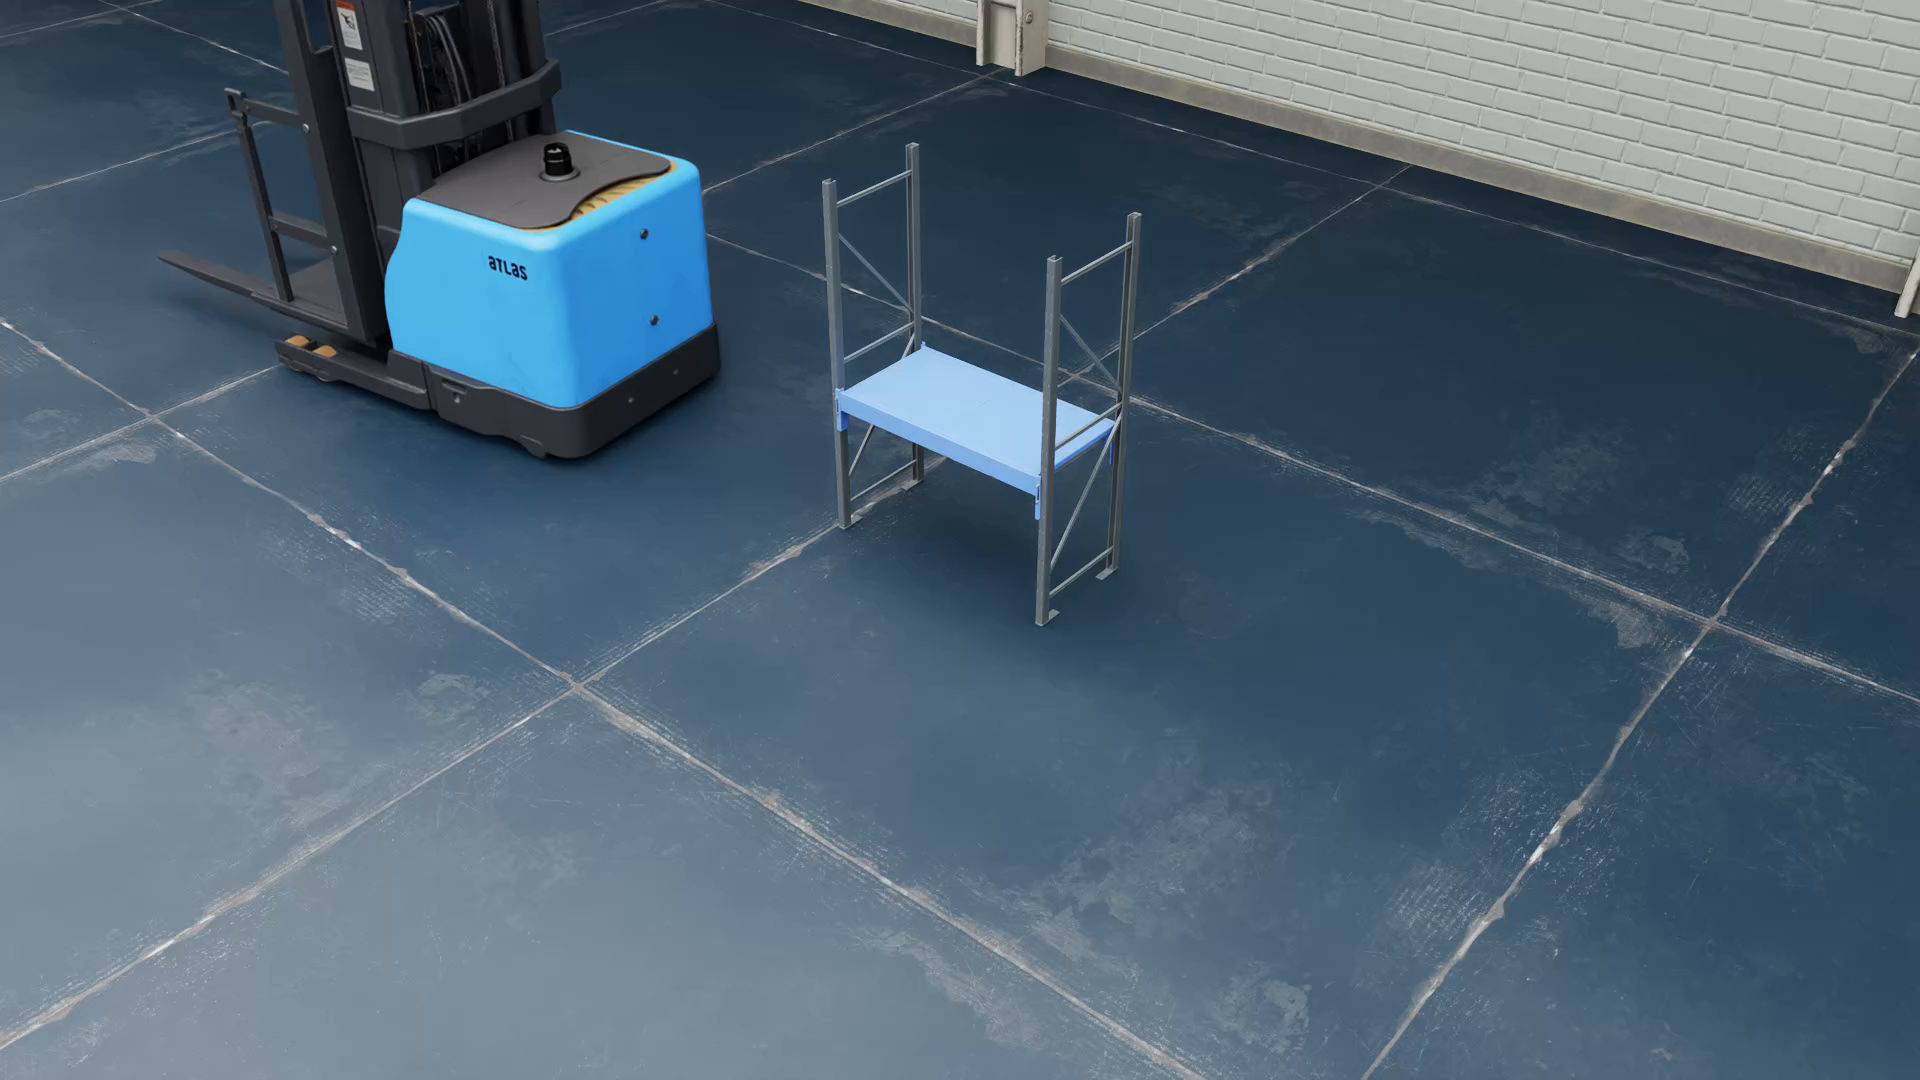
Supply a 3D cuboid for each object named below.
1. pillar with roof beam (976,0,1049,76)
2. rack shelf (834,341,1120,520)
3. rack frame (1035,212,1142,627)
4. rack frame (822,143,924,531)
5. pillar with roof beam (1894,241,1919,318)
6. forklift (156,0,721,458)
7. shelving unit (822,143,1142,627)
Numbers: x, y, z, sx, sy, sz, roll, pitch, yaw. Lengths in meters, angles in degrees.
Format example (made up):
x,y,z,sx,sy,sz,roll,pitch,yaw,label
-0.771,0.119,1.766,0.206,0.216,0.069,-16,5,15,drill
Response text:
x,y,z,sx,sy,sz,roll,pitch,yaw,label
-2.394,-5.144,6.291,0.400,9.000,9.100,25,42,32,pillar with roof beam
0.066,-0.439,6.382,1.000,0.185,0.538,25,42,32,rack shelf
0.456,-0.403,6.012,0.032,1.500,0.500,25,42,32,rack frame
-0.325,-0.771,6.549,0.032,1.500,0.500,25,42,32,rack frame
2.217,-2.970,3.126,0.400,9.000,9.100,25,42,32,pillar with roof beam
-2.643,-2.184,7.342,3.031,2.935,1.130,20,39,26,forklift
0.066,-0.587,6.280,1.048,1.500,0.538,25,42,32,shelving unit
